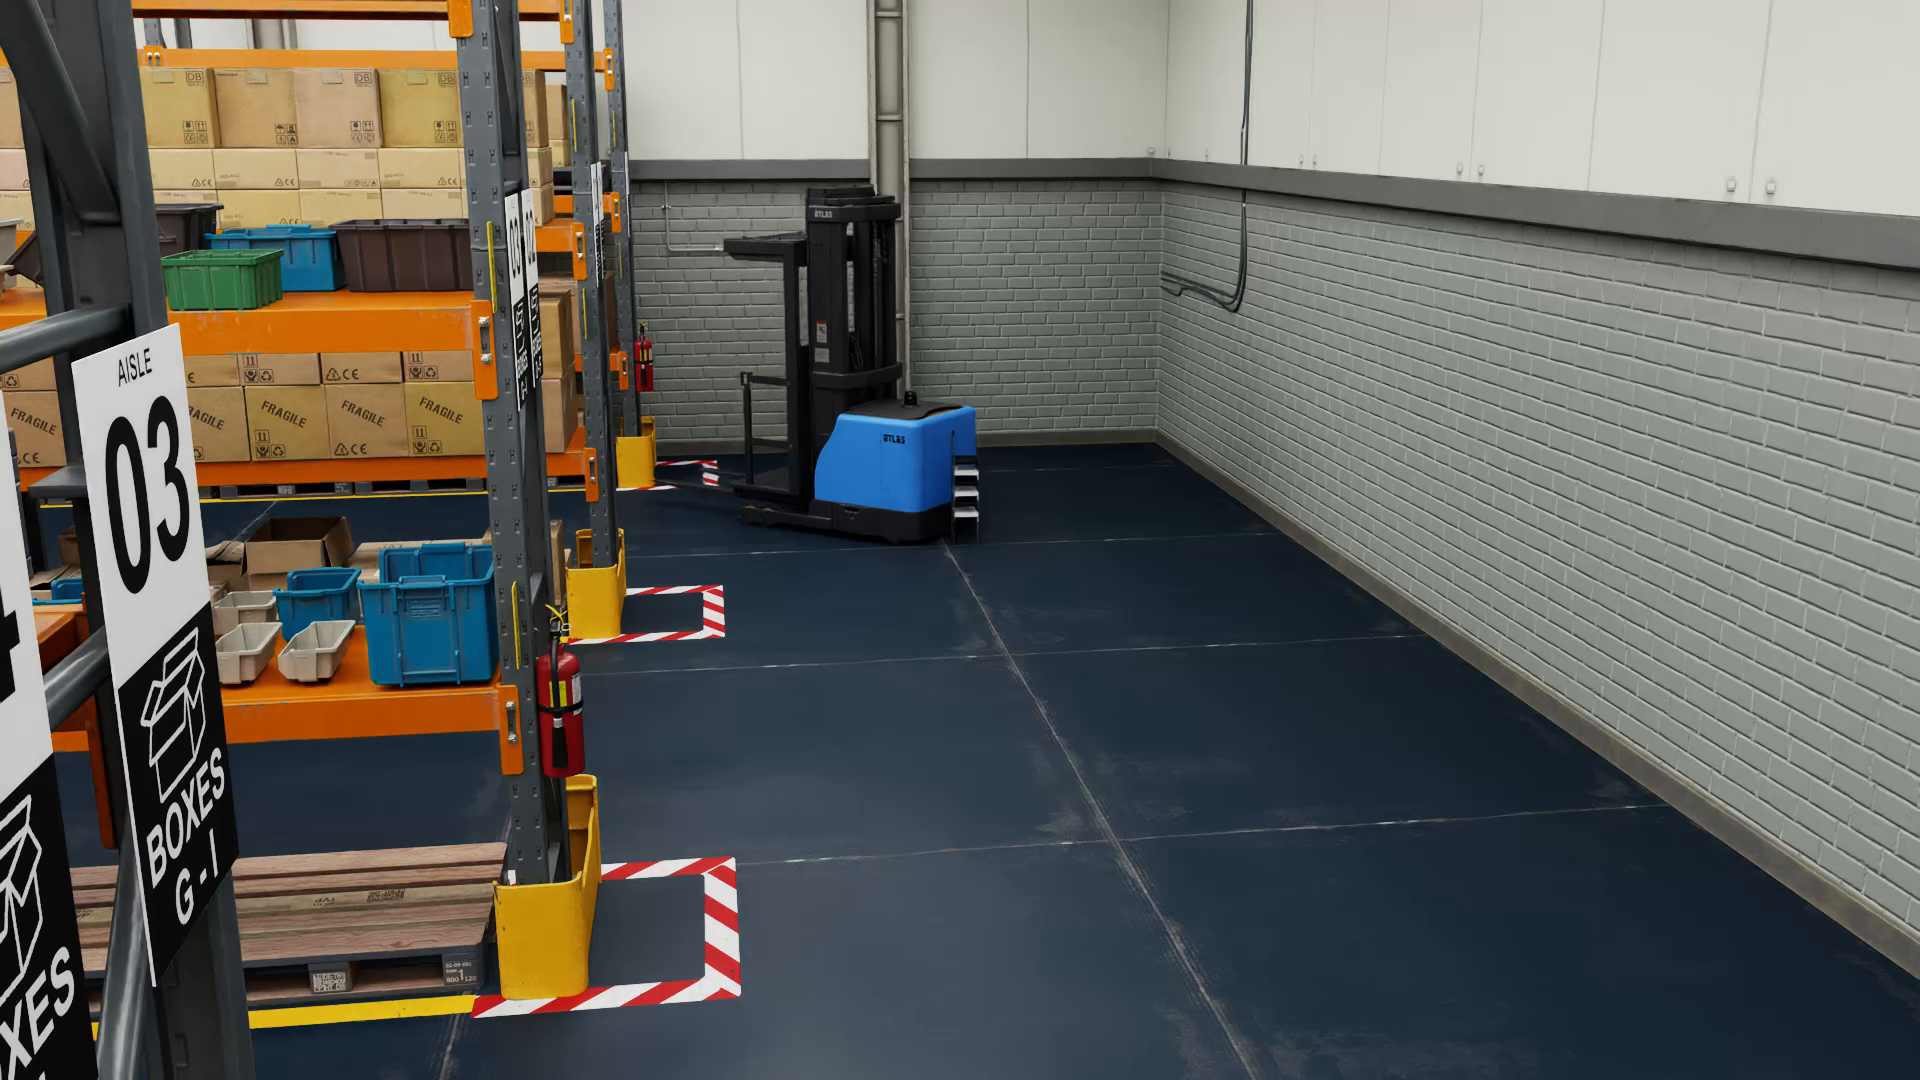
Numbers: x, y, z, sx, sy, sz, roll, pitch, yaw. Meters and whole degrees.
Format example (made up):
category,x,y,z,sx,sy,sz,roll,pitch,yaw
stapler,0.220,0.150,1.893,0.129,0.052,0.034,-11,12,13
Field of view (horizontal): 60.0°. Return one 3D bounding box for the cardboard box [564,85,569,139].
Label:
category,x,y,z,sx,sy,sz,roll,pitch,yaw
cardboard box,-4.040,-4.136,16.080,0.500,0.500,0.500,-3,14,-10

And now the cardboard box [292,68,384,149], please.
category,x,y,z,sx,sy,sz,roll,pitch,yaw
cardboard box,-4.032,-2.839,10.949,0.500,0.500,0.700,-2,14,-8

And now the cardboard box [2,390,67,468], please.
category,x,y,z,sx,sy,sz,roll,pitch,yaw
cardboard box,-5.952,-0.772,10.926,0.500,0.500,0.500,-2,14,-7

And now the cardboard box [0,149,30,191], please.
category,x,y,z,sx,sy,sz,roll,pitch,yaw
cardboard box,-5.978,-2.353,10.551,0.500,0.250,0.500,-2,14,-8

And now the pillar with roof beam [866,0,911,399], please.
category,x,y,z,sx,sy,sz,roll,pitch,yaw
pillar with roof beam,-0.100,-4.287,12.816,0.400,9.000,9.100,-2,14,-8

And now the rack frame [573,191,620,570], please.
category,x,y,z,sx,sy,sz,roll,pitch,yaw
rack frame,-2.541,-0.915,11.704,0.127,3.000,1.000,-2,14,-8

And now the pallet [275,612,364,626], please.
category,x,y,z,sx,sy,sz,roll,pitch,yaw
pallet,-4.608,0.513,11.743,1.213,0.211,1.003,-2,14,-8

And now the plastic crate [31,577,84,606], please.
category,x,y,z,sx,sy,sz,roll,pitch,yaw
plastic crate,-3.699,0.317,7.012,0.300,0.233,0.416,-2,14,-8

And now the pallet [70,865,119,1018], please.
category,x,y,z,sx,sy,sz,roll,pitch,yaw
pallet,-3.832,1.693,7.037,1.213,0.211,1.003,-2,14,-8

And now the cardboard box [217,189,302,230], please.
category,x,y,z,sx,sy,sz,roll,pitch,yaw
cardboard box,-4.495,-2.164,10.827,0.500,0.250,0.500,-2,14,-8

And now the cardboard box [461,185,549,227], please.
category,x,y,z,sx,sy,sz,roll,pitch,yaw
cardboard box,-3.010,-2.215,11.030,0.500,0.250,0.500,-2,14,-8

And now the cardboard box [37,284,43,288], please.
category,x,y,z,sx,sy,sz,roll,pitch,yaw
cardboard box,-8.169,-2.433,15.357,0.500,0.250,0.500,-2,14,-7

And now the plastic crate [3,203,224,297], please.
category,x,y,z,sx,sy,sz,roll,pitch,yaw
plastic crate,-3.358,-1.159,6.638,0.767,0.338,0.504,-2,14,-8

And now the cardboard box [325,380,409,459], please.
category,x,y,z,sx,sy,sz,roll,pitch,yaw
cardboard box,-3.950,-0.845,11.221,0.500,0.500,0.500,-2,14,-8

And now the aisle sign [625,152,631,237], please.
category,x,y,z,sx,sy,sz,roll,pitch,yaw
aisle sign,-3.167,-3.298,15.861,0.004,0.787,0.394,-2,14,-8

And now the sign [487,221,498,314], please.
category,x,y,z,sx,sy,sz,roll,pitch,yaw
sign,-1.709,-0.996,6.075,0.005,0.325,0.100,-2,14,-8

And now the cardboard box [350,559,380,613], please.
category,x,y,z,sx,sy,sz,roll,pitch,yaw
cardboard box,-3.986,0.311,11.562,0.500,0.250,0.500,-2,14,-8

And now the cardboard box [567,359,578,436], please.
category,x,y,z,sx,sy,sz,roll,pitch,yaw
cardboard box,-3.019,-1.011,11.881,0.500,0.500,0.500,-2,14,-7

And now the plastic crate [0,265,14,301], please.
category,x,y,z,sx,sy,sz,roll,pitch,yaw
plastic crate,-3.813,-0.916,6.083,0.530,0.136,0.437,-2,14,-8

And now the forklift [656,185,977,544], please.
category,x,y,z,sx,sy,sz,roll,pitch,yaw
forklift,-1.376,-1.636,14.721,3.031,2.935,1.130,8,16,30

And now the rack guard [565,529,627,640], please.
category,x,y,z,sx,sy,sz,roll,pitch,yaw
rack guard,-2.616,0.300,11.997,0.348,0.500,1.175,-2,14,-8

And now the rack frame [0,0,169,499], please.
category,x,y,z,sx,sy,sz,roll,pitch,yaw
rack frame,-1.069,-1.442,1.472,0.127,3.000,1.000,-2,14,-8

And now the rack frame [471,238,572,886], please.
category,x,y,z,sx,sy,sz,roll,pitch,yaw
rack frame,-1.807,0.277,6.953,0.127,3.000,1.000,-2,14,-8

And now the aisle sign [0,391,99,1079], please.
category,x,y,z,sx,sy,sz,roll,pitch,yaw
aisle sign,-0.953,0.277,1.608,0.004,0.787,0.394,-2,14,-8

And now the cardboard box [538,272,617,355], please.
category,x,y,z,sx,sy,sz,roll,pitch,yaw
cardboard box,-3.785,-2.231,16.335,0.700,0.700,0.980,-1,14,-6

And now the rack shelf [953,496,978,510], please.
category,x,y,z,sx,sy,sz,roll,pitch,yaw
rack shelf,0.043,-0.310,14.114,0.200,0.077,0.258,-1,14,-5

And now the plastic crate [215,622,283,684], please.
category,x,y,z,sx,sy,sz,roll,pitch,yaw
plastic crate,-2.875,0.456,6.658,0.243,0.136,0.396,-2,14,-8

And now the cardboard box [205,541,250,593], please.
category,x,y,z,sx,sy,sz,roll,pitch,yaw
cardboard box,-5.234,0.205,11.862,0.500,0.311,0.500,-2,14,-8

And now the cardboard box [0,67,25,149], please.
category,x,y,z,sx,sy,sz,roll,pitch,yaw
cardboard box,-6.021,-2.785,10.734,0.500,0.500,0.700,-2,14,-8

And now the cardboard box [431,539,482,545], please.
category,x,y,z,sx,sy,sz,roll,pitch,yaw
cardboard box,-3.615,0.175,12.106,0.500,0.250,0.500,-2,14,-8

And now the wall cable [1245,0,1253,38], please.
category,x,y,z,sx,sy,sz,roll,pitch,yaw
wall cable,2.766,-5.428,13.368,0.112,2.526,3.097,-2,14,-8

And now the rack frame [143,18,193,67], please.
category,x,y,z,sx,sy,sz,roll,pitch,yaw
rack frame,-7.238,-4.871,15.147,0.127,3.000,1.000,-2,14,-8

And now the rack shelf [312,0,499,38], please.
category,x,y,z,sx,sy,sz,roll,pitch,yaw
rack shelf,-3.784,-2.018,6.070,4.000,0.370,1.077,-2,14,-8

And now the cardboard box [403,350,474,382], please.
category,x,y,z,sx,sy,sz,roll,pitch,yaw
cardboard box,-3.440,-1.348,11.168,0.500,0.500,0.500,-2,14,-7

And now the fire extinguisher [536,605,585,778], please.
category,x,y,z,sx,sy,sz,roll,pitch,yaw
fire extinguisher,-1.590,0.599,6.593,0.183,0.674,0.296,-2,14,-8

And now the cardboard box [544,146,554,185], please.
category,x,y,z,sx,sy,sz,roll,pitch,yaw
cardboard box,-3.088,-2.584,11.472,0.500,0.250,0.500,-2,14,-8

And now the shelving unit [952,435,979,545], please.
category,x,y,z,sx,sy,sz,roll,pitch,yaw
shelving unit,0.043,-0.429,14.084,0.210,0.900,0.258,-1,14,-5

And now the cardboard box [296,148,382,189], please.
category,x,y,z,sx,sy,sz,roll,pitch,yaw
cardboard box,-4.000,-2.424,10.837,0.500,0.250,0.500,-2,14,-8

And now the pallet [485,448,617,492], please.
category,x,y,z,sx,sy,sz,roll,pitch,yaw
pallet,-4.062,-0.706,16.603,1.213,0.211,1.003,-2,14,-8

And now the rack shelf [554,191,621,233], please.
category,x,y,z,sx,sy,sz,roll,pitch,yaw
rack shelf,-5.260,-3.140,15.888,4.000,0.370,1.077,-2,14,-8

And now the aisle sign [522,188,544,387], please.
category,x,y,z,sx,sy,sz,roll,pitch,yaw
aisle sign,-1.780,-1.058,6.932,0.004,0.787,0.394,-2,14,-8

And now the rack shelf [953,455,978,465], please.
category,x,y,z,sx,sy,sz,roll,pitch,yaw
rack shelf,0.043,-0.659,14.027,0.200,0.077,0.258,-1,14,-5

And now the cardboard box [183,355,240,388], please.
category,x,y,z,sx,sy,sz,roll,pitch,yaw
cardboard box,-4.970,-1.290,10.939,0.500,0.500,0.500,-3,14,-10

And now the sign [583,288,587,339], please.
category,x,y,z,sx,sy,sz,roll,pitch,yaw
sign,-2.478,-1.496,10.990,0.005,0.325,0.100,-2,14,-8

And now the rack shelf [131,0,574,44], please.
category,x,y,z,sx,sy,sz,roll,pitch,yaw
rack shelf,-4.519,-3.402,10.773,4.000,0.370,1.077,-2,14,-8
